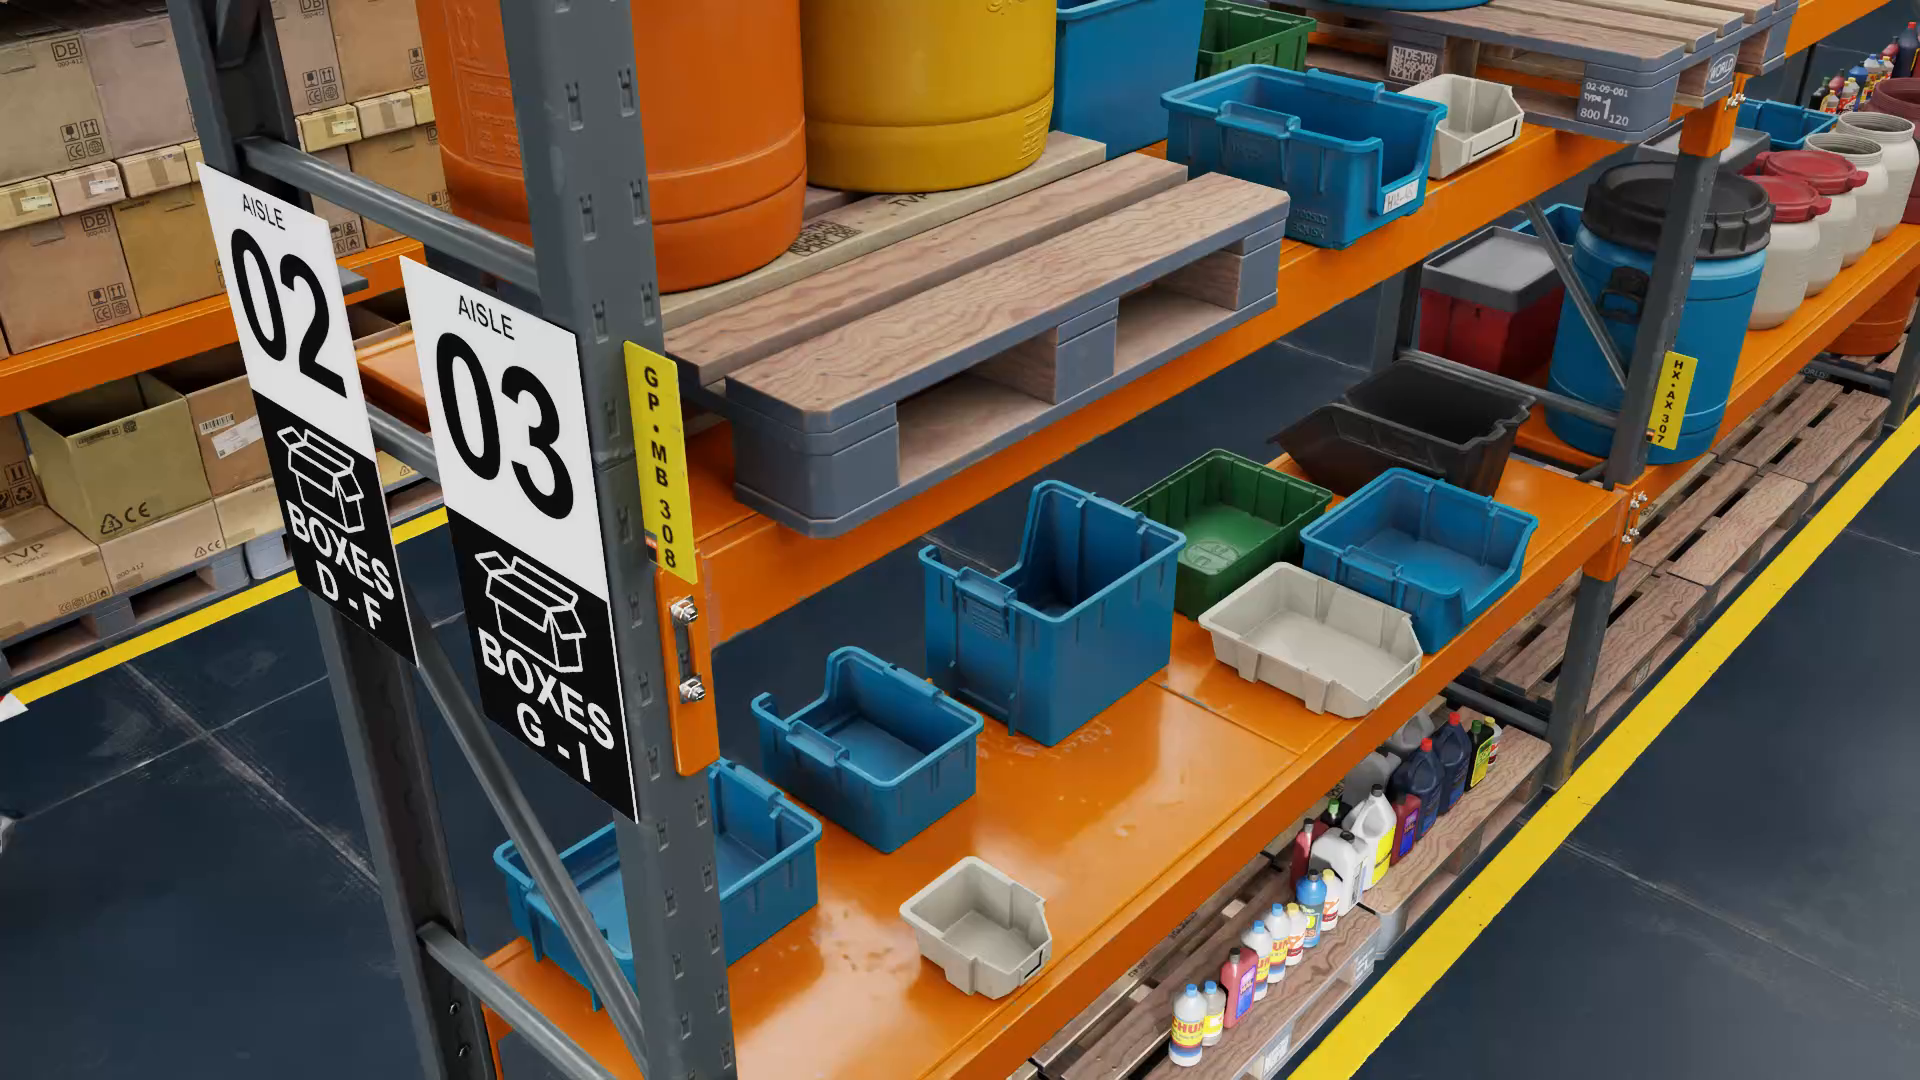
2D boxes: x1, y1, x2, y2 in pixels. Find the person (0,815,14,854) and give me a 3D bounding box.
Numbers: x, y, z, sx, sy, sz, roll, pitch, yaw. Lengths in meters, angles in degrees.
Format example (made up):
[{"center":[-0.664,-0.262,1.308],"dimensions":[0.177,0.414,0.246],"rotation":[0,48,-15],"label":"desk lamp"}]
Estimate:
[{"center":[-3.496,0.505,5.233],"dimensions":[0.575,1.754,0.582],"rotation":[-2,31,-3],"label":"person"}]
